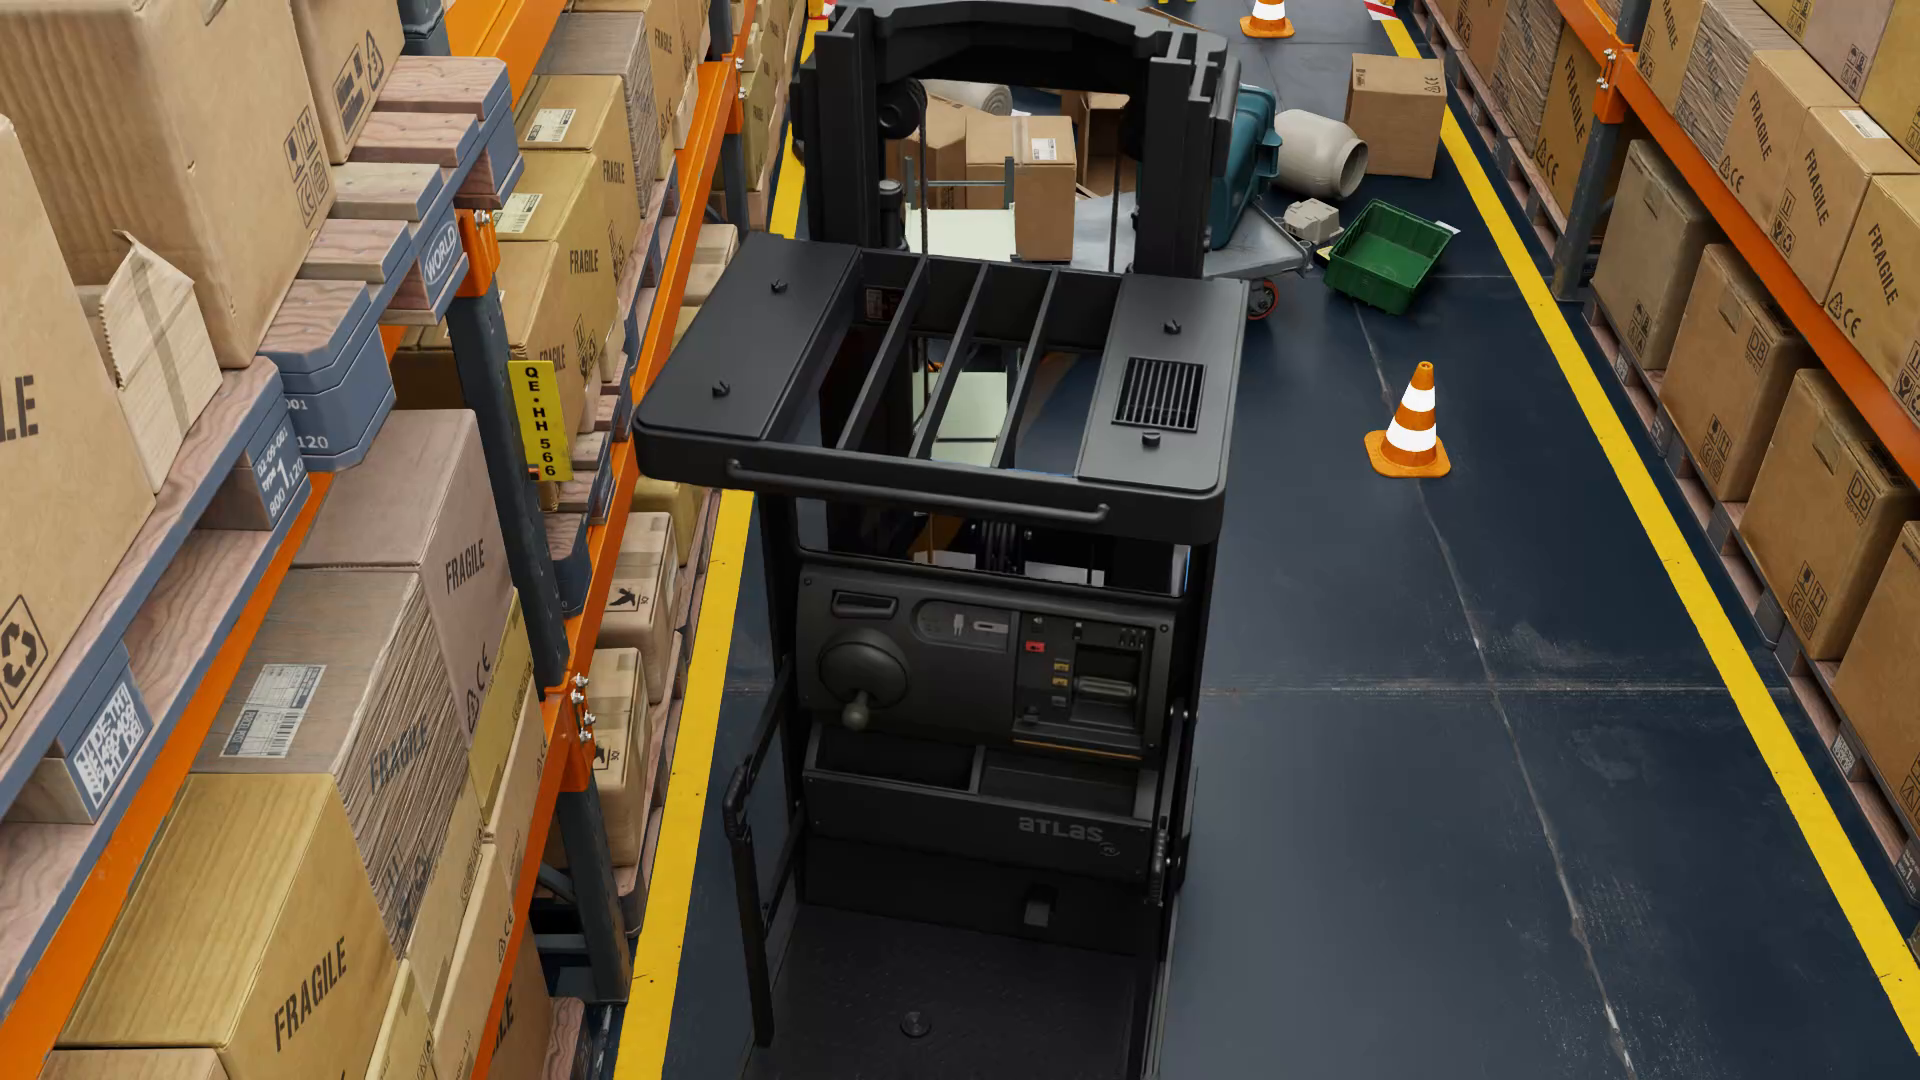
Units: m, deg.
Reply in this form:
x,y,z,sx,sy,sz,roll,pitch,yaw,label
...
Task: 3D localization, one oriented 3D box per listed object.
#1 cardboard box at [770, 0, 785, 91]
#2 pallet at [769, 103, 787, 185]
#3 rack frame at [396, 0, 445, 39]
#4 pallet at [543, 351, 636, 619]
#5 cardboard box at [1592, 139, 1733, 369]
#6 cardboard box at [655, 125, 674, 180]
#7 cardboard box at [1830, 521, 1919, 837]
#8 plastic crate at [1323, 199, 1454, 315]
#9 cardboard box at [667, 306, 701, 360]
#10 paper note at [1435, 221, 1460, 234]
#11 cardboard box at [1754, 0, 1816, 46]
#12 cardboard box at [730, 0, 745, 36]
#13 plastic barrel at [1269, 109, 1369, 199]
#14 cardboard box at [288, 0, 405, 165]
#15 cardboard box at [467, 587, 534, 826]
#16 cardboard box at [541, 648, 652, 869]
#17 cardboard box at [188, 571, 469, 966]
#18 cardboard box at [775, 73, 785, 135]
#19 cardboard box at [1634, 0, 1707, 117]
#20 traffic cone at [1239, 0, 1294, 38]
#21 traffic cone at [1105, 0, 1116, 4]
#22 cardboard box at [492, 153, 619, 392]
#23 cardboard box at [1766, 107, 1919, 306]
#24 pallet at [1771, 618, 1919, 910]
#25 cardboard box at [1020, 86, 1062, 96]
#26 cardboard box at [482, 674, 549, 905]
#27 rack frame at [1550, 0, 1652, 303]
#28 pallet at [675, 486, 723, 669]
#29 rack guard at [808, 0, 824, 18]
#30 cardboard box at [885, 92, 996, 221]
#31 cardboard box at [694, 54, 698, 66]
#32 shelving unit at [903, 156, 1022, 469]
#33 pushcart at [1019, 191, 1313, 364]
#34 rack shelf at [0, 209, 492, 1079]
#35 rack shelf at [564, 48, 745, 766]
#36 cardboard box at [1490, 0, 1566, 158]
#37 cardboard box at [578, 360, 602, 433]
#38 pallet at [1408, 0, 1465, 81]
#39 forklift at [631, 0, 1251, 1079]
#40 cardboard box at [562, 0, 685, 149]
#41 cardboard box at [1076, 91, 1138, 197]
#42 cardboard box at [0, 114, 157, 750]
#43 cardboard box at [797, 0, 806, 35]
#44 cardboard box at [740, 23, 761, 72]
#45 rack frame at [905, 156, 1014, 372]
x,y,z,sx,sy,sz,roll,pitch,yaw,label
-1.247,-2.724,9.014,0.500,0.500,0.500,2,39,2,cardboard box
-1.545,-2.409,9.588,1.003,0.211,1.213,0,39,0,pallet
-1.500,-2.152,2.240,1.000,3.000,0.127,0,39,0,rack frame
-1.608,-0.182,4.732,1.213,0.211,1.003,0,39,0,pallet
3.536,-1.277,7.408,1.050,0.750,0.750,0,39,0,cardboard box
-1.242,-1.419,5.987,0.380,0.149,0.250,0,39,0,cardboard box
3.539,0.455,5.246,1.050,0.750,0.750,-1,39,-1,cardboard box
2.135,-1.412,8.316,0.450,0.188,0.662,27,45,16,plastic crate
-1.498,-0.673,6.957,0.950,0.372,0.625,2,39,3,cardboard box
2.539,-1.641,8.772,0.147,0.020,0.142,-28,46,-30,paper note
3.454,-2.176,6.188,0.700,0.500,0.500,-1,39,-1,cardboard box
-1.185,-2.412,7.562,0.380,0.149,0.250,0,39,0,cardboard box
1.910,-2.082,9.010,0.512,0.421,0.421,28,46,30,plastic barrel
-1.349,-0.950,2.720,0.797,0.503,0.637,-2,39,-3,cardboard box
-1.246,0.355,3.628,0.500,0.250,0.500,0,39,0,cardboard box
-1.491,0.697,5.247,0.950,0.372,0.625,-2,39,-3,cardboard box
-1.229,0.404,2.968,0.500,0.500,0.500,1,39,1,cardboard box
-1.251,-2.438,9.257,0.500,0.250,0.500,-1,39,-1,cardboard box
3.176,-2.089,6.878,0.500,0.500,0.500,0,39,0,cardboard box
2.021,-3.558,10.819,0.336,0.463,0.334,0,39,0,traffic cone
0.890,-3.769,11.084,0.336,0.463,0.334,0,39,0,traffic cone
-1.277,-0.738,4.618,0.500,0.500,0.500,2,39,2,cardboard box
3.176,-1.143,5.698,0.500,0.500,0.500,1,39,1,cardboard box
3.524,0.717,5.686,1.003,0.211,1.213,0,39,0,pallet
0.512,-2.884,10.229,0.380,0.149,0.250,20,43,23,cardboard box
-1.240,0.563,3.768,0.500,0.250,0.500,-1,39,-2,cardboard box
3.445,-2.379,7.320,1.000,3.000,0.127,0,39,0,rack frame
-1.498,0.027,6.547,1.003,0.211,1.213,0,39,0,pallet
-1.510,-3.791,11.081,1.175,0.500,0.348,0,39,0,rack guard
-0.146,-2.009,8.855,0.500,0.500,0.500,28,46,30,cardboard box
-1.246,-1.892,6.577,0.380,0.149,0.250,-1,39,-1,cardboard box
0.000,-0.589,6.286,0.431,1.500,0.755,0,39,0,shelving unit
0.775,-1.322,8.098,1.648,0.377,0.936,-13,40,-16,pushcart
-1.498,0.550,1.842,1.077,0.370,4.000,0,39,0,rack shelf
-1.503,-0.781,5.901,1.077,0.370,4.000,0,39,0,rack shelf
3.509,-2.671,9.048,0.875,0.875,0.875,0,39,0,cardboard box
-1.236,-0.428,4.751,0.380,0.149,0.250,-2,39,-3,cardboard box
3.519,-3.293,10.690,1.003,0.211,1.213,0,39,0,pallet
0.011,0.384,3.927,1.130,2.935,3.031,7,39,9,forklift
-1.279,-1.710,5.832,0.500,0.500,0.500,1,39,1,cardboard box
1.033,-2.211,8.999,0.797,0.637,0.503,0,39,0,cardboard box
-1.208,-0.083,1.640,0.500,0.500,0.500,0,39,0,cardboard box
-1.240,-3.385,10.438,0.500,0.250,0.500,0,39,0,cardboard box
-1.176,-2.397,8.086,0.380,0.149,0.250,0,39,1,cardboard box
0.000,-0.818,6.572,0.400,1.500,0.023,0,39,0,rack frame
